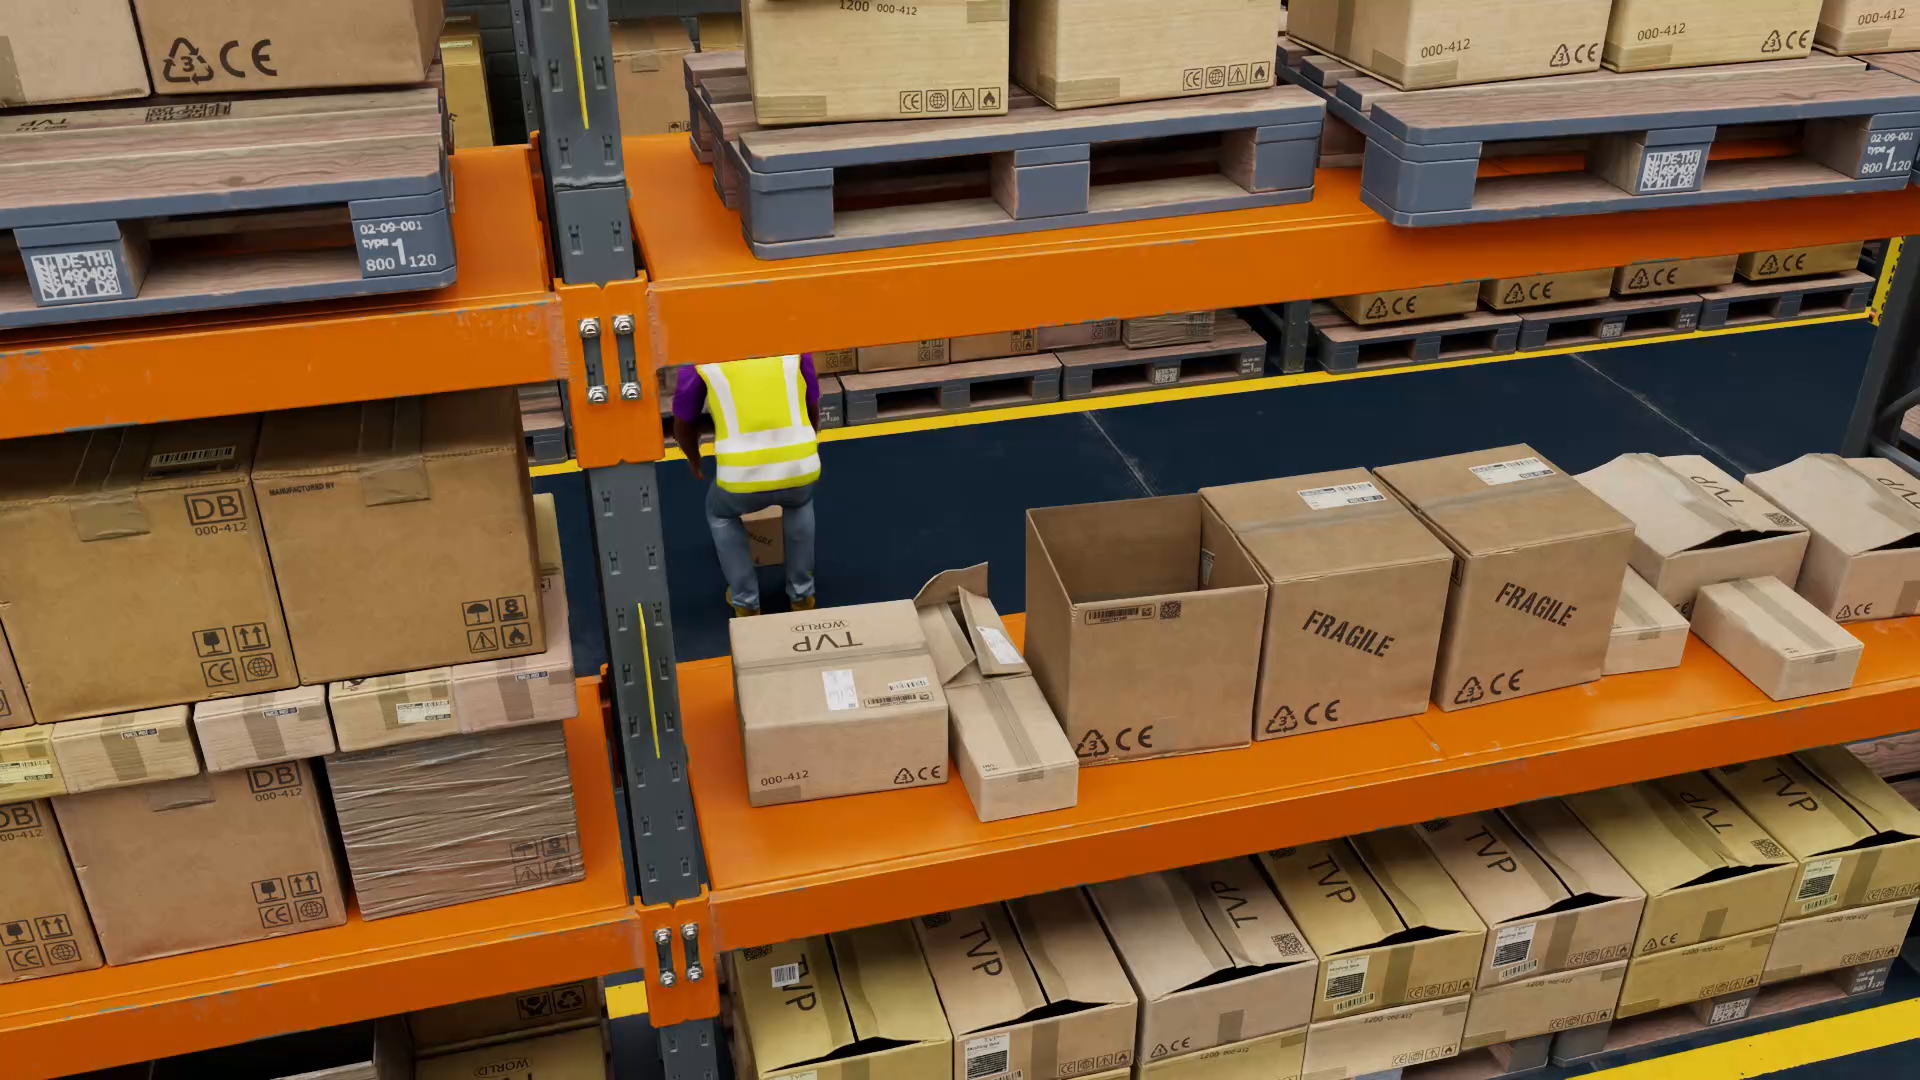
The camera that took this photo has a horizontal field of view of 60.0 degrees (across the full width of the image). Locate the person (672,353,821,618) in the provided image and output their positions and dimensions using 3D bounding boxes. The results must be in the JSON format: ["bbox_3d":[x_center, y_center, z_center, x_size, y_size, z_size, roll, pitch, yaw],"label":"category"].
[{"bbox_3d":[-0.885,-0.352,7.077,0.631,1.403,0.755,-7,31,-12],"label":"person"}]
